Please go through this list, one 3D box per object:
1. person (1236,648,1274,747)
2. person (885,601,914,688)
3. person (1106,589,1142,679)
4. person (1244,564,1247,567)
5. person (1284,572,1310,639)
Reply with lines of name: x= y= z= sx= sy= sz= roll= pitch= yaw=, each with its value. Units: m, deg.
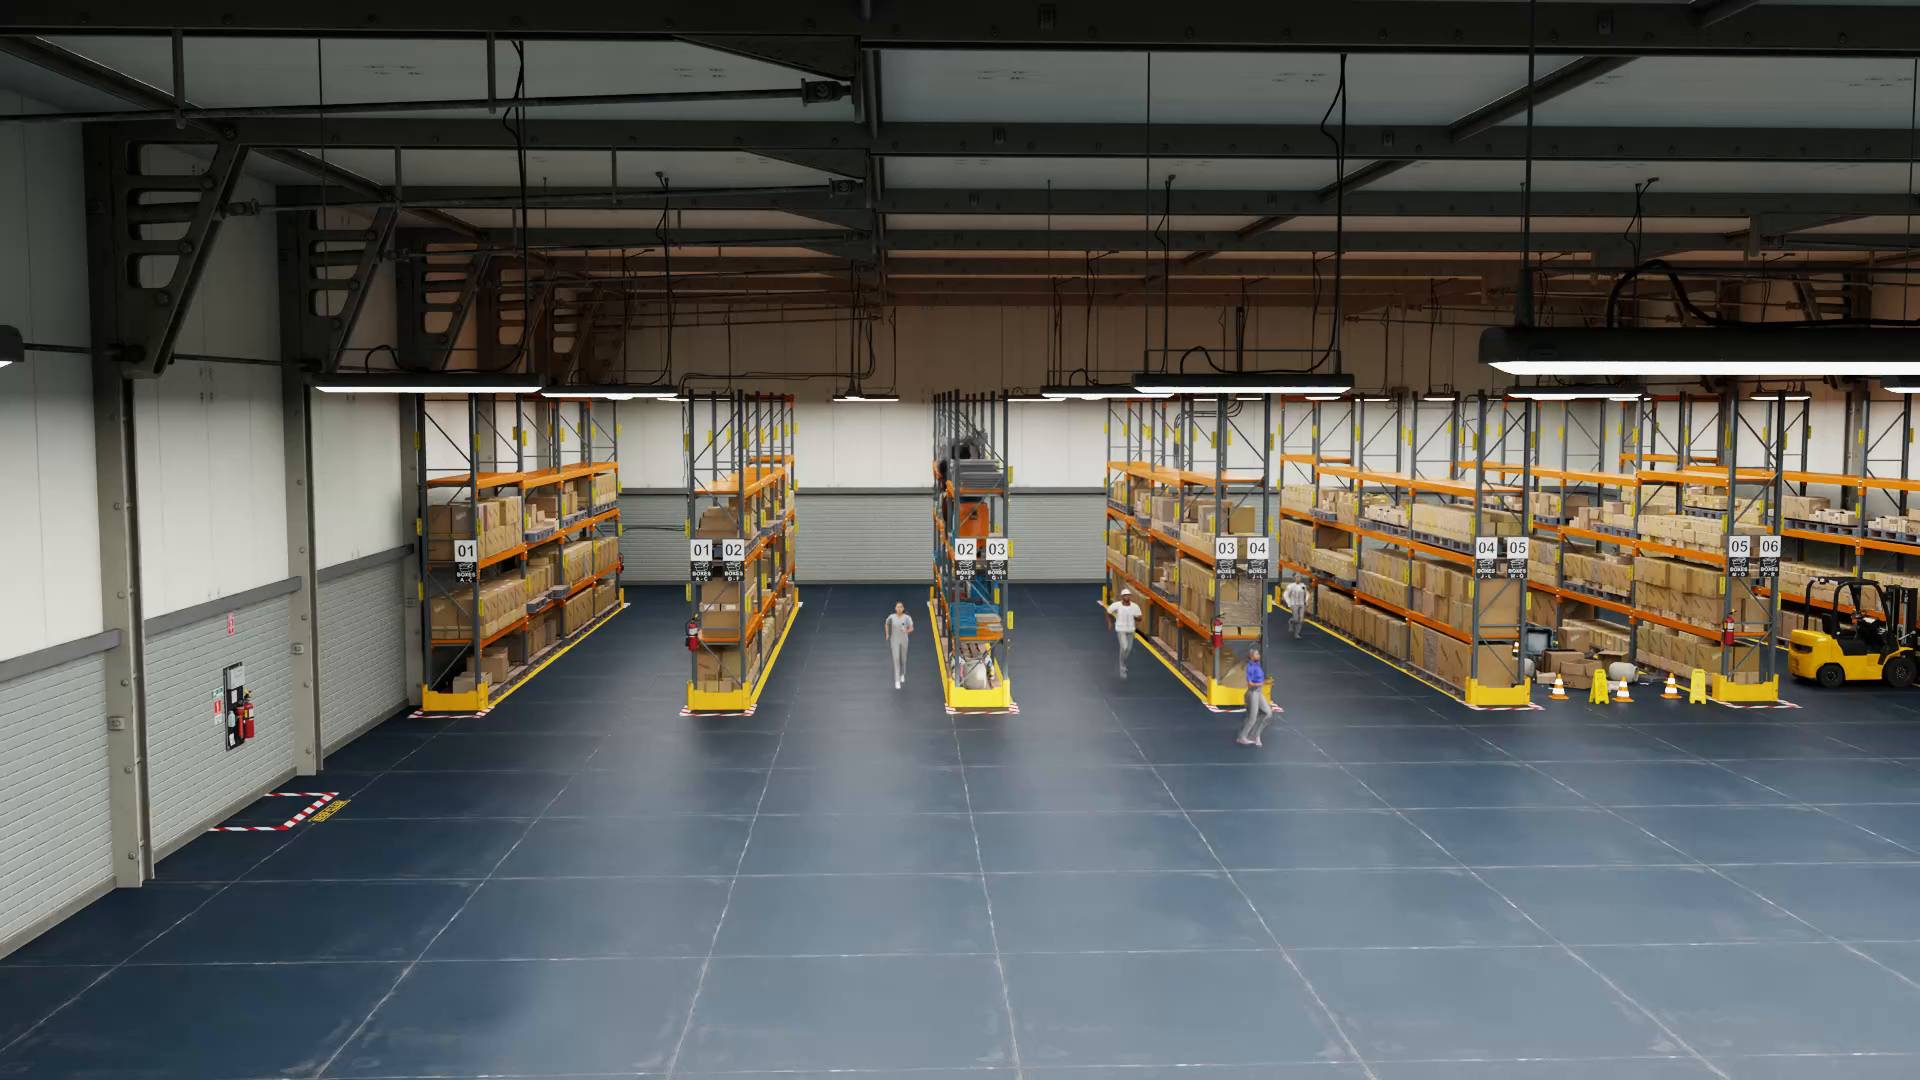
person: x=4.957 y=2.690 z=27.804 sx=0.652 sy=1.585 sz=0.556 roll=3 pitch=5 yaw=29
person: x=-1.203 y=2.042 z=32.999 sx=0.564 sy=1.676 sz=0.894 roll=0 pitch=5 yaw=-4
person: x=3.409 y=1.915 z=34.303 sx=0.678 sy=1.831 sz=0.770 roll=-1 pitch=5 yaw=-17
person: x=7.922 y=0.980 z=47.829 sx=0.699 sy=1.659 sz=0.864 roll=3 pitch=5 yaw=31
person: x=8.264 y=1.593 z=40.691 sx=0.629 sy=1.638 sz=0.543 roll=-1 pitch=5 yaw=-7
